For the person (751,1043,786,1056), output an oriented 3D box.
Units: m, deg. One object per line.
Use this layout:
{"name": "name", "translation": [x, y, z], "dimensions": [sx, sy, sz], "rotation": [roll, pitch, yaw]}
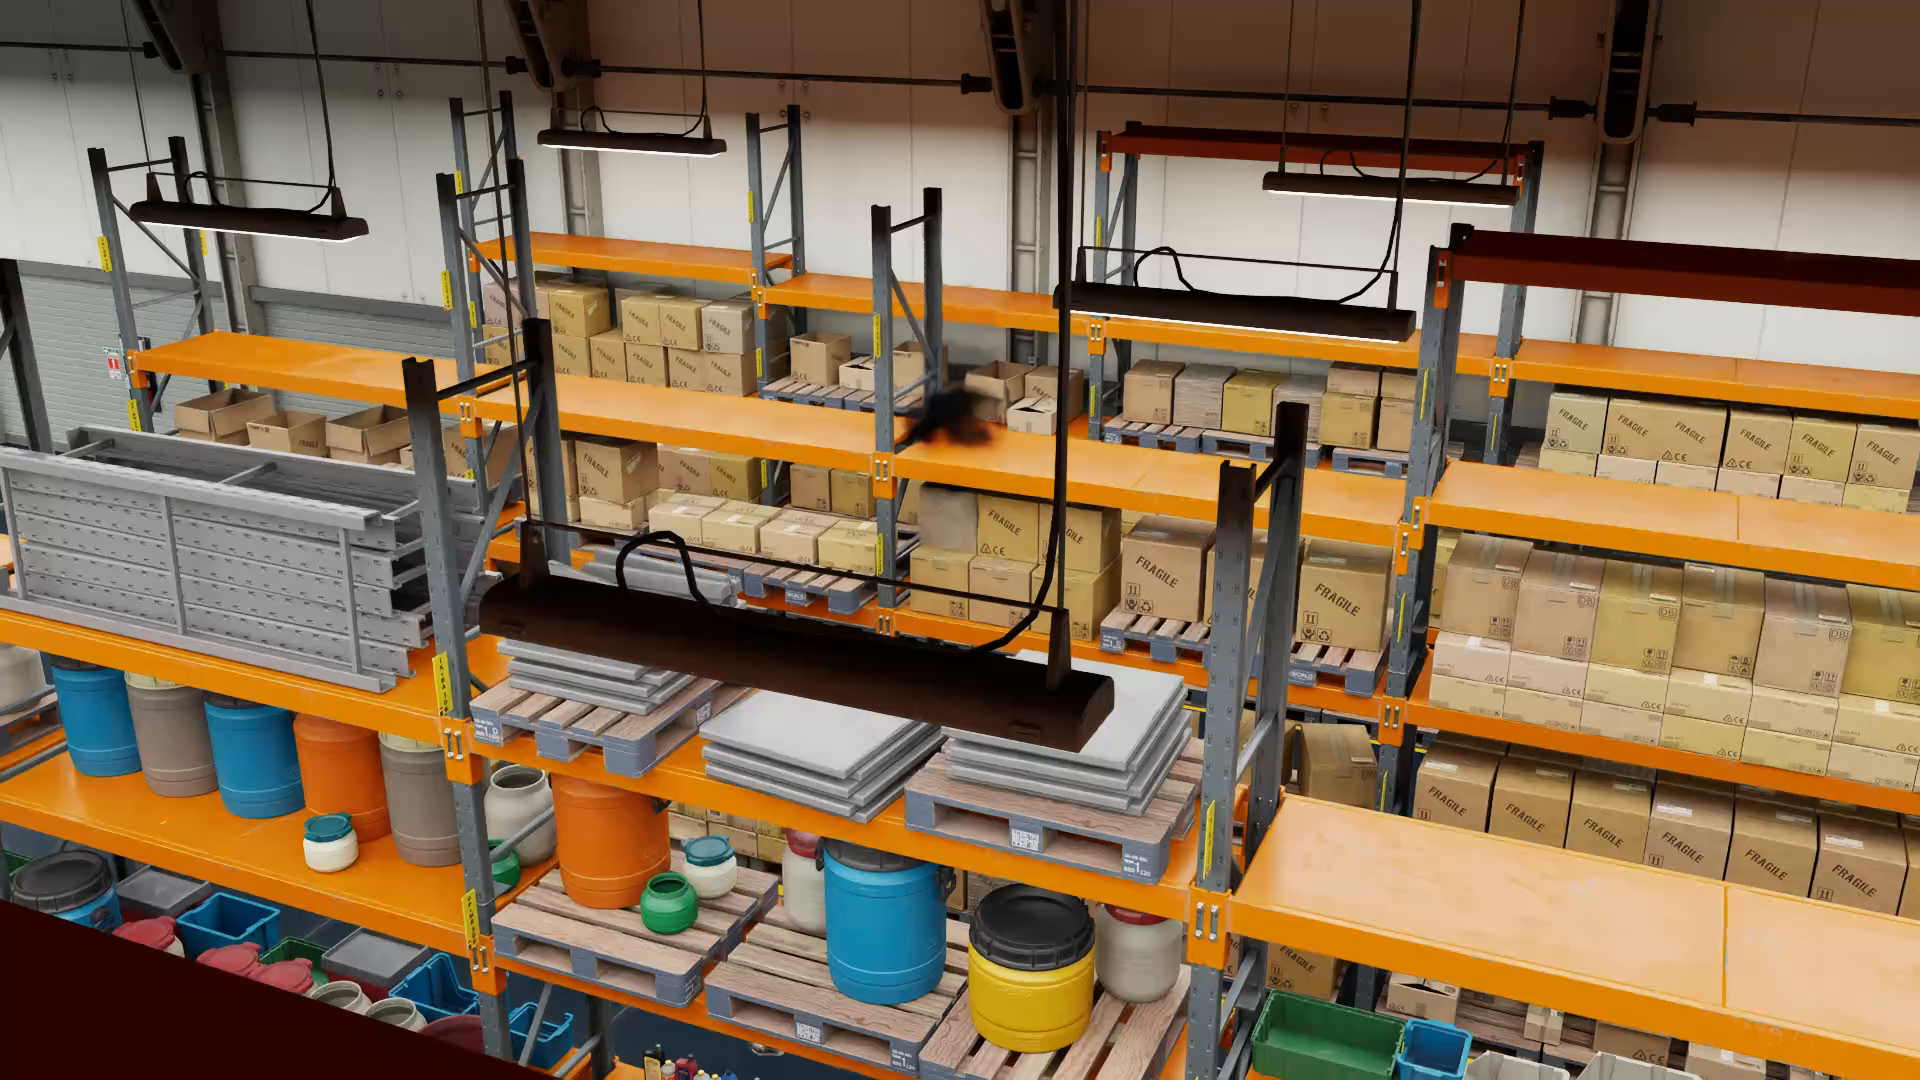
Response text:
{"name": "person", "translation": [-1.472, 2.986, 11.721], "dimensions": [0.480, 1.560, 0.547], "rotation": [6, 21, 15]}
